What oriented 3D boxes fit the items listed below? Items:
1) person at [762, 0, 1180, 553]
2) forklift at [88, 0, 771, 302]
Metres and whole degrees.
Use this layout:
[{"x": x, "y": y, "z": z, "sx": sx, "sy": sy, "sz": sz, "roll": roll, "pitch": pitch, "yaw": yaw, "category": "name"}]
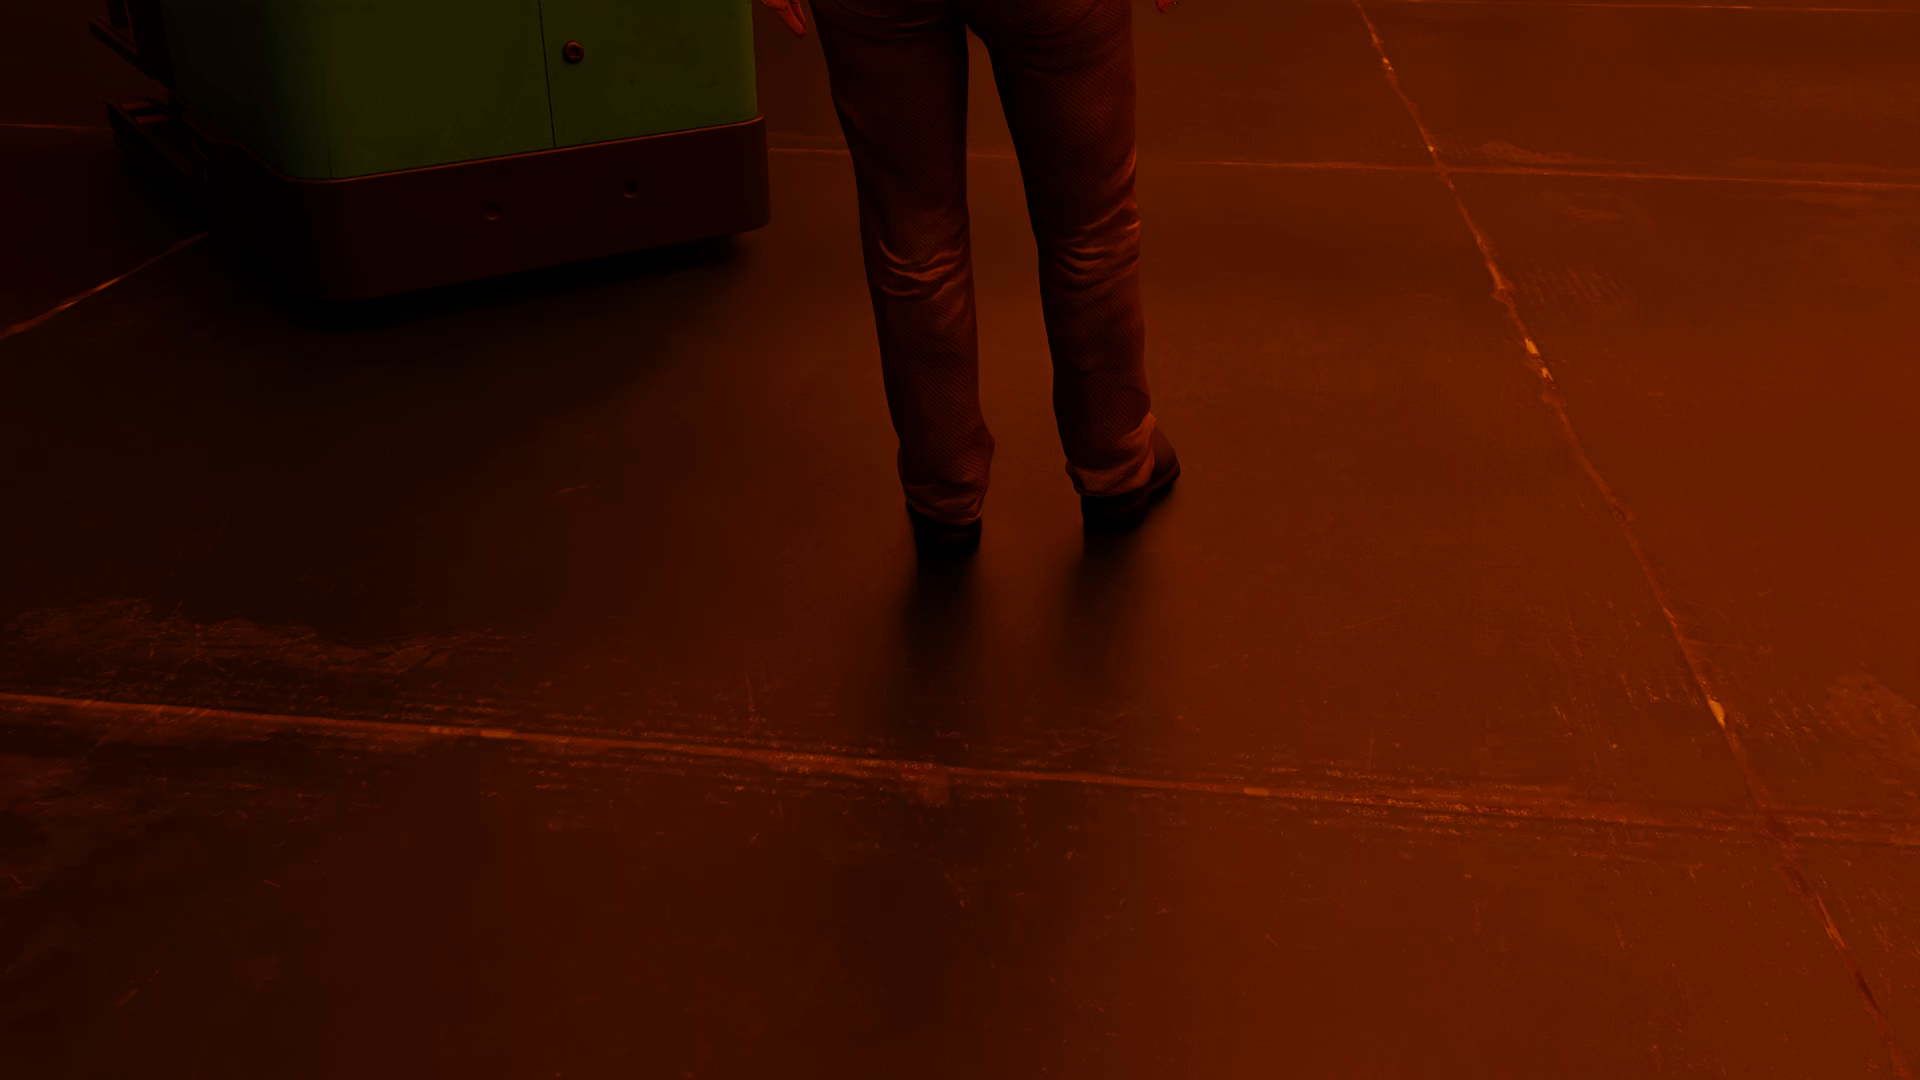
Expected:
[{"x": 0.016, "y": -0.804, "z": 2.168, "sx": 0.633, "sy": 1.722, "sz": 0.566, "roll": 3, "pitch": 27, "yaw": 7, "category": "person"}, {"x": -1.683, "y": -2.387, "z": 4.001, "sx": 1.130, "sy": 2.935, "sz": 3.031, "roll": -17, "pitch": 31, "yaw": -31, "category": "forklift"}]
